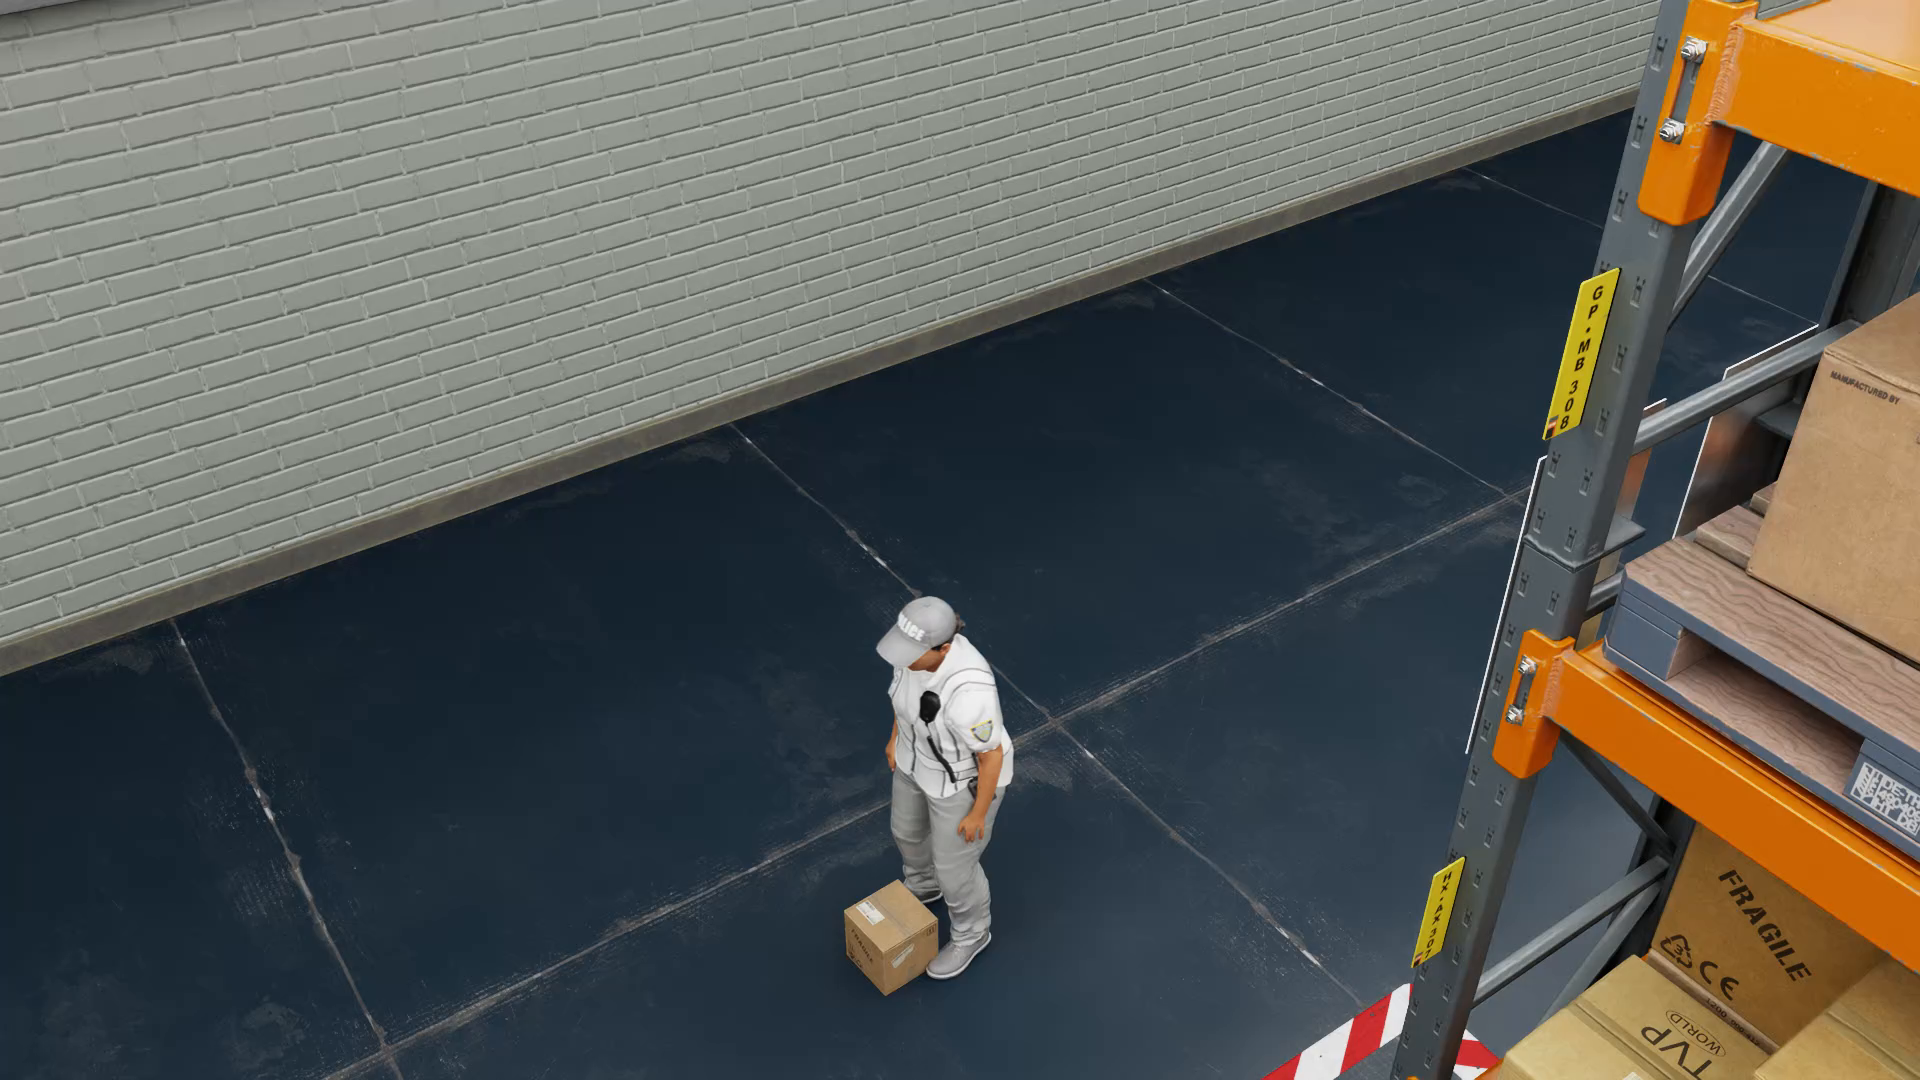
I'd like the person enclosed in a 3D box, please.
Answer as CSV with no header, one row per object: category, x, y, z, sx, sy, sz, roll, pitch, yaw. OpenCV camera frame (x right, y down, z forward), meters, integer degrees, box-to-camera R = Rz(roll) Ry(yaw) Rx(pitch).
person,-0.082,0.834,5.871,0.472,1.666,0.553,-24,43,-28
